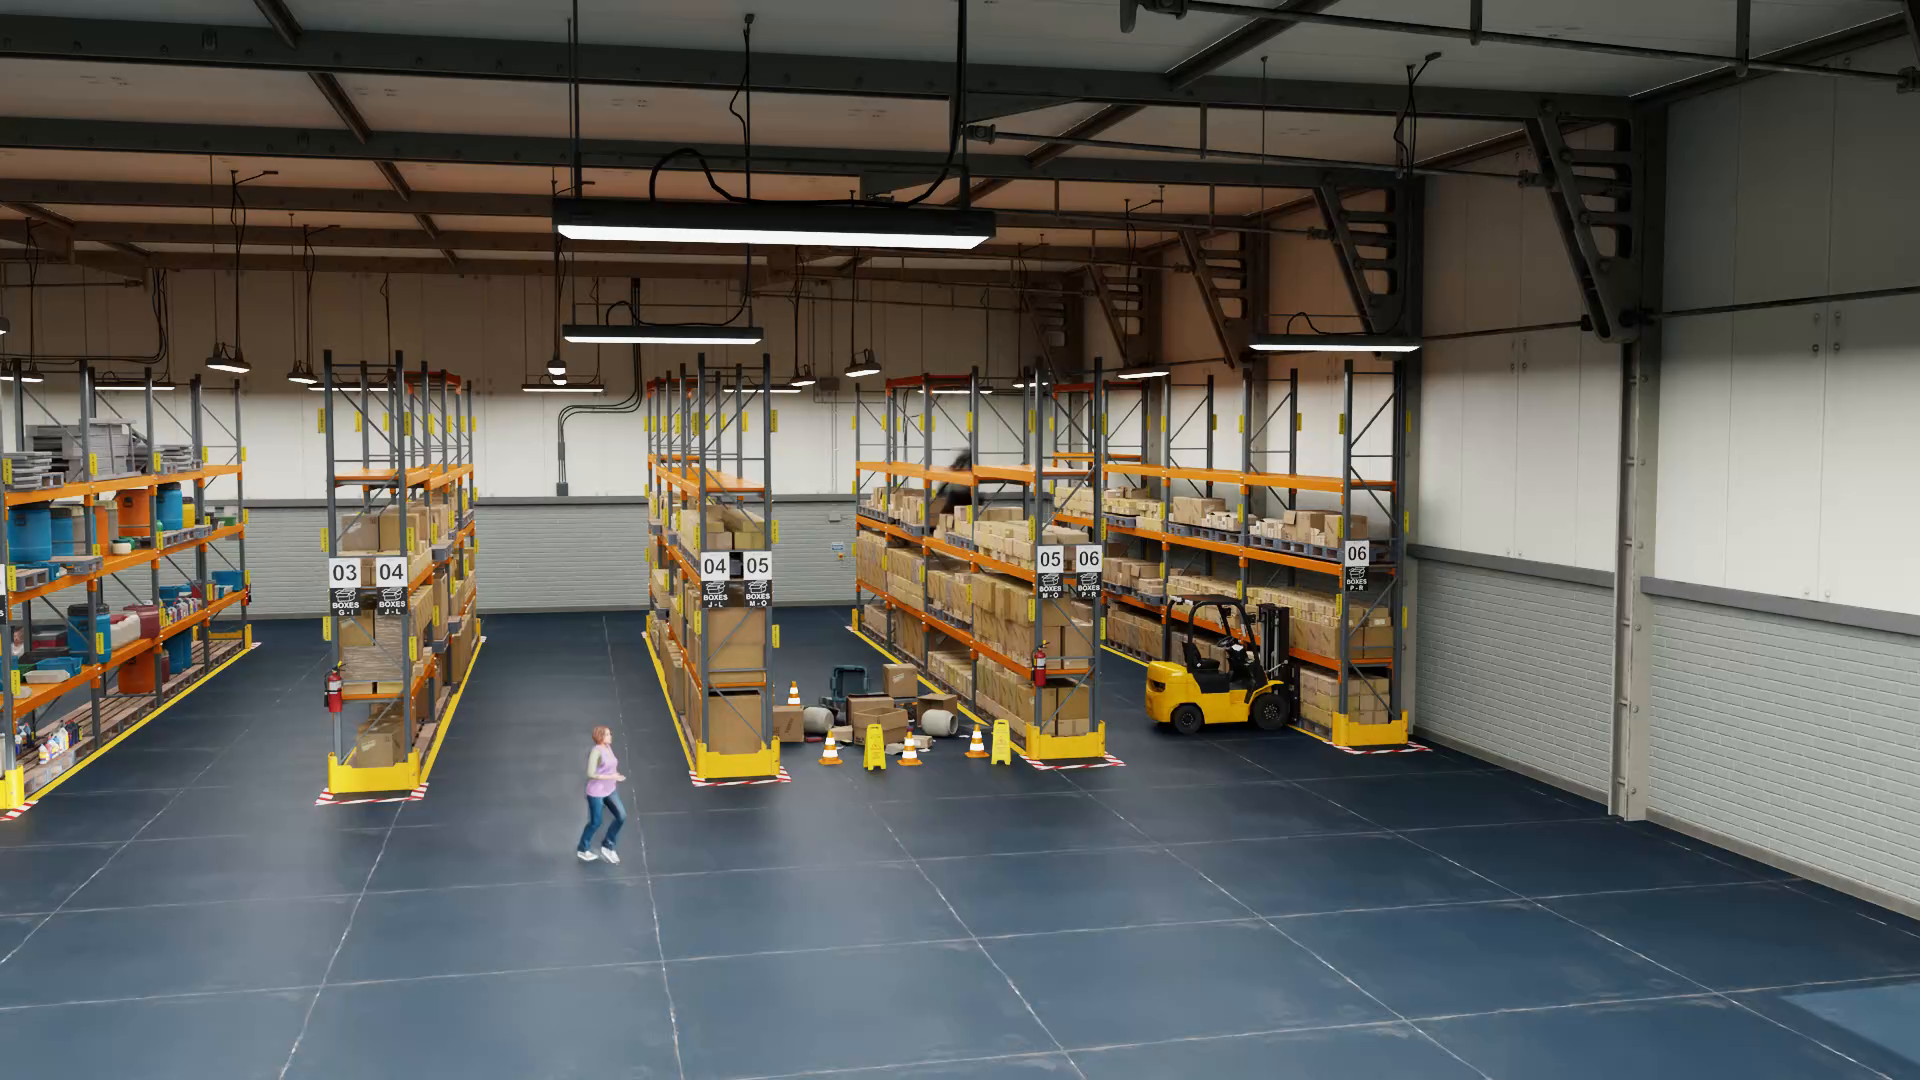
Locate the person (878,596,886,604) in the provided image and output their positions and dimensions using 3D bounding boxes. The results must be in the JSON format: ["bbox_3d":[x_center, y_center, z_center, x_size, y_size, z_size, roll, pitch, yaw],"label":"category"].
[{"bbox_3d":[-1.907,1.298,41.889,0.553,1.605,0.666,2,4,24],"label":"person"}]

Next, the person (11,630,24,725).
[{"bbox_3d":[-15.748,2.285,27.830,0.546,1.560,0.733,-1,4,-13],"label":"person"}]

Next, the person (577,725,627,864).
[{"bbox_3d":[-4.061,2.897,18.855,0.681,1.614,0.526,2,4,24],"label":"person"}]
